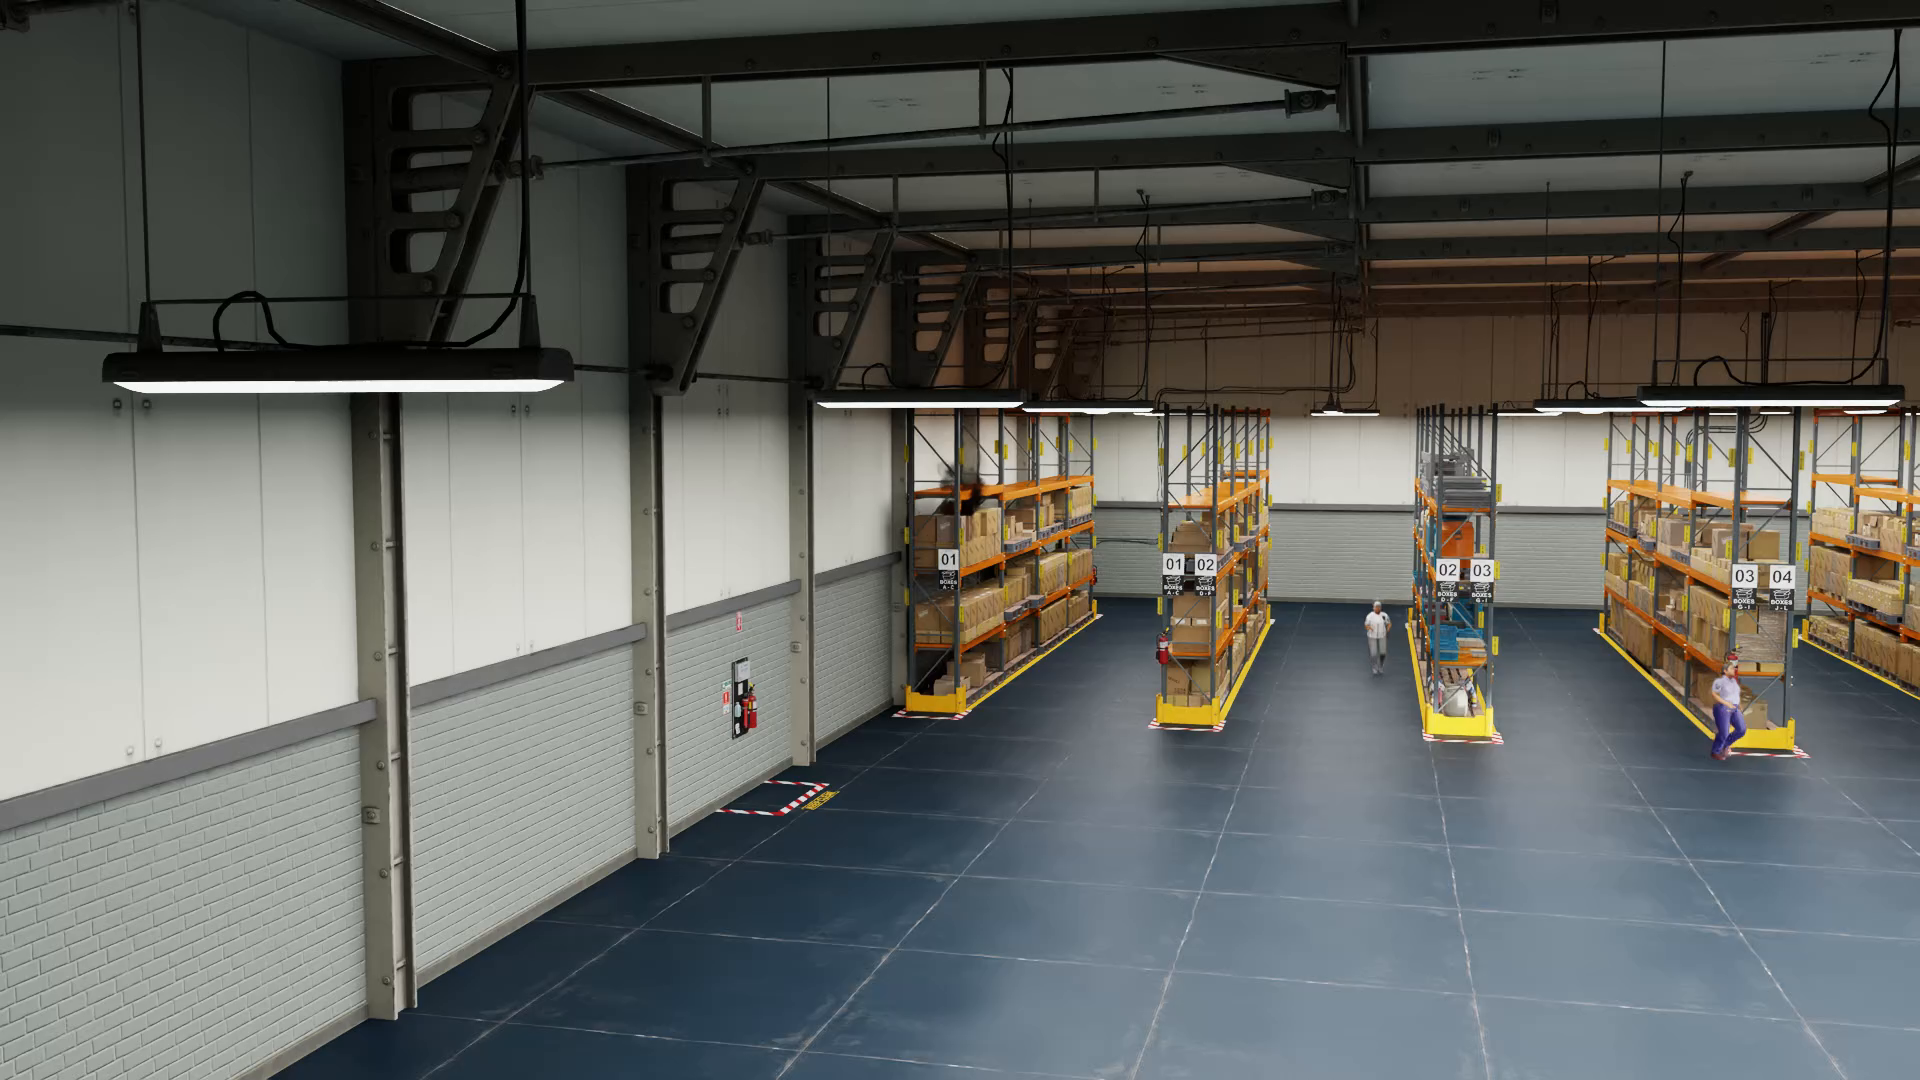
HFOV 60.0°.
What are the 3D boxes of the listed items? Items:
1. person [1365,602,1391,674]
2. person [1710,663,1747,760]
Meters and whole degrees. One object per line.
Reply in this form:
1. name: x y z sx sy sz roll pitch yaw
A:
1. person: 9.338 2.198 37.147 0.591 1.638 0.576 1 4 11
2. person: 12.935 2.888 27.932 0.632 1.614 0.517 -2 5 -24
